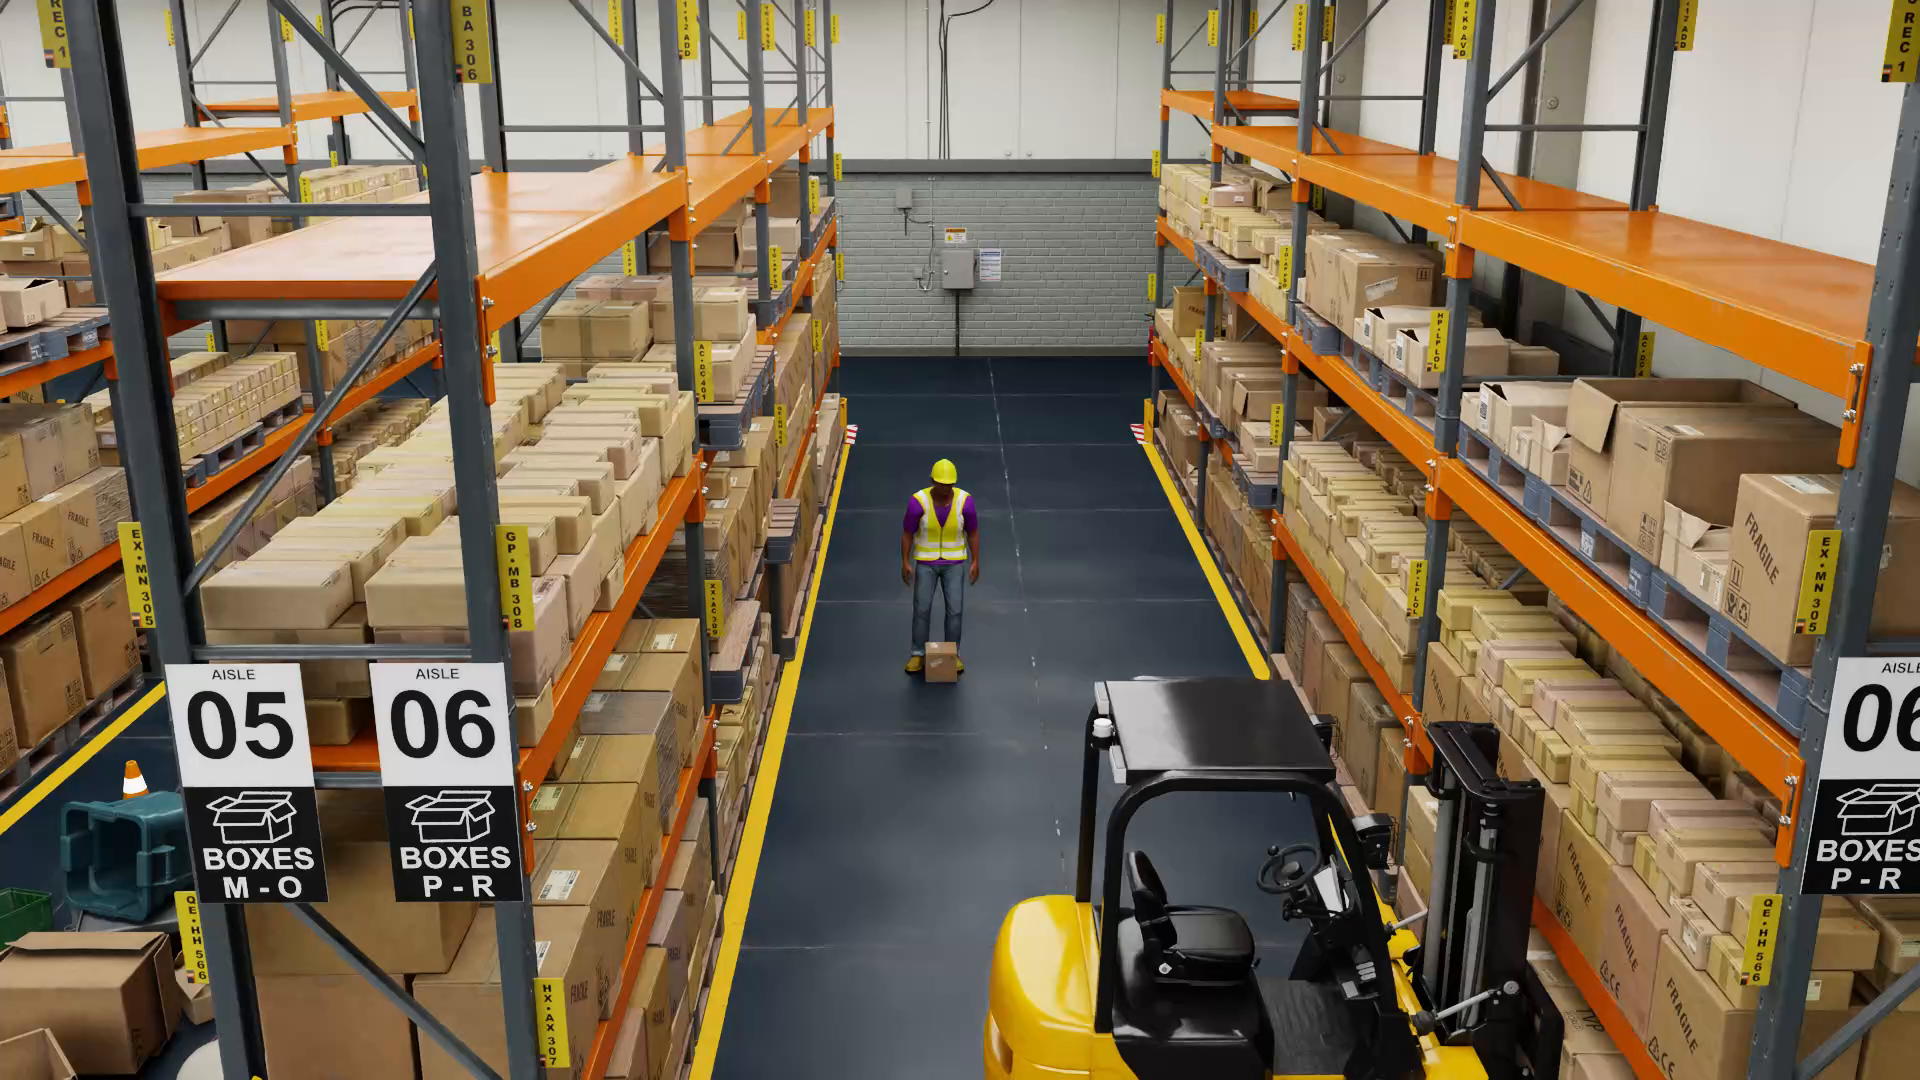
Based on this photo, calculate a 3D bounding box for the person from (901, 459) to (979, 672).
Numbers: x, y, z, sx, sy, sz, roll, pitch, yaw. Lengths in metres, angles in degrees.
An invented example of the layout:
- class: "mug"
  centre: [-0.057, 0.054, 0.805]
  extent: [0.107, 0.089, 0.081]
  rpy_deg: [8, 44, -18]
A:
- class: "person"
  centre: [-0.157, 0.195, 13.377]
  extent: [0.634, 1.759, 0.460]
  rpy_deg: [-1, 17, -4]
